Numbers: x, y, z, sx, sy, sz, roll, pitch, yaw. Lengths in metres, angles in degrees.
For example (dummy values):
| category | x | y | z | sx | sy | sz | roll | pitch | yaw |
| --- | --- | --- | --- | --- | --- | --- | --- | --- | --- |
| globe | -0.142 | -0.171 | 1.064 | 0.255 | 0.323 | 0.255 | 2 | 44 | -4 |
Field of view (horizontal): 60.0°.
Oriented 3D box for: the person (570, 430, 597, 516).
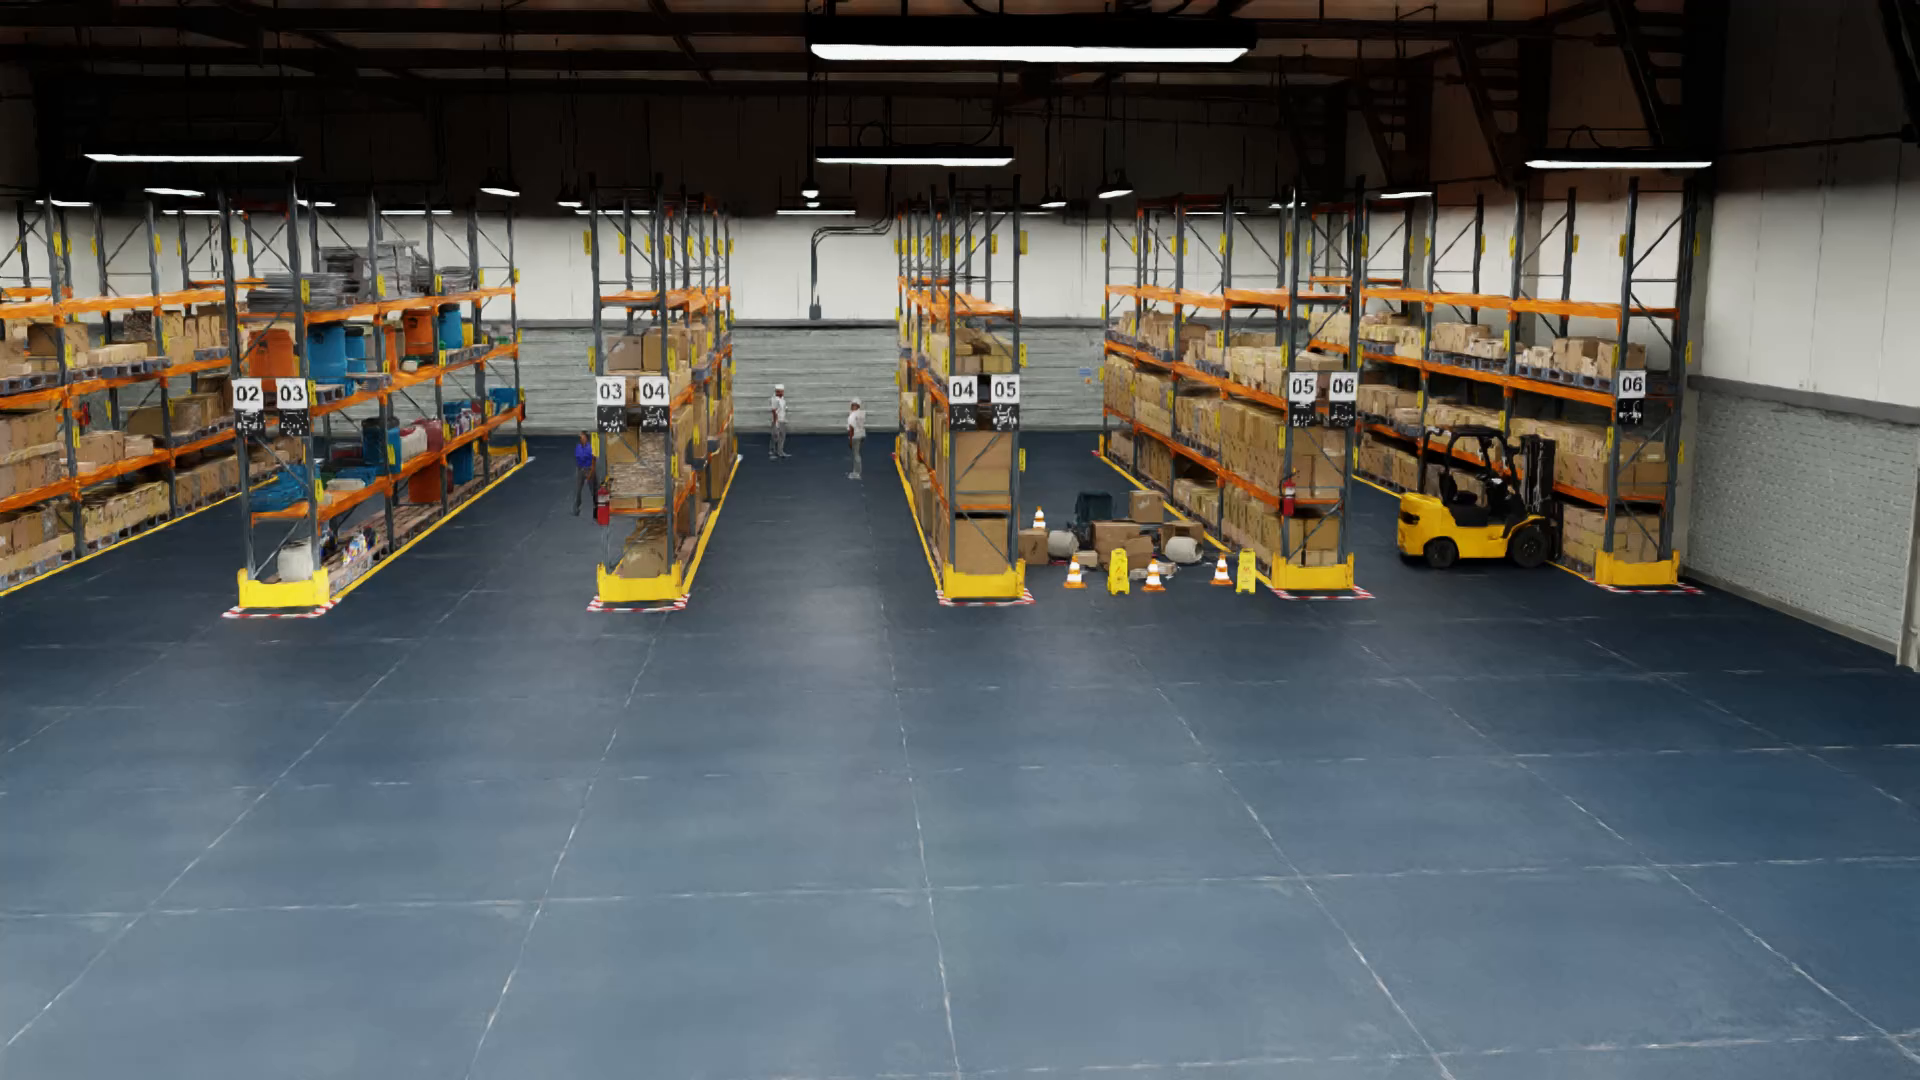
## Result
| category | x | y | z | sx | sy | sz | roll | pitch | yaw |
| --- | --- | --- | --- | --- | --- | --- | --- | --- | --- |
| person | -7.023 | -1.267 | 31.215 | 0.443 | 1.587 | 0.991 | 1 | 10 | 4 |

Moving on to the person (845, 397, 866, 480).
| category | x | y | z | sx | sy | sz | roll | pitch | yaw |
| --- | --- | --- | --- | --- | --- | --- | --- | --- | --- |
| person | -2.295 | -2.214 | 36.067 | 0.503 | 1.764 | 0.624 | 5 | 11 | 25 |

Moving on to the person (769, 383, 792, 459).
| category | x | y | z | sx | sy | sz | roll | pitch | yaw |
| --- | --- | --- | --- | --- | --- | --- | --- | --- | --- |
| person | -4.295 | -2.826 | 39.472 | 0.429 | 1.784 | 0.640 | 3 | 10 | 15 |
